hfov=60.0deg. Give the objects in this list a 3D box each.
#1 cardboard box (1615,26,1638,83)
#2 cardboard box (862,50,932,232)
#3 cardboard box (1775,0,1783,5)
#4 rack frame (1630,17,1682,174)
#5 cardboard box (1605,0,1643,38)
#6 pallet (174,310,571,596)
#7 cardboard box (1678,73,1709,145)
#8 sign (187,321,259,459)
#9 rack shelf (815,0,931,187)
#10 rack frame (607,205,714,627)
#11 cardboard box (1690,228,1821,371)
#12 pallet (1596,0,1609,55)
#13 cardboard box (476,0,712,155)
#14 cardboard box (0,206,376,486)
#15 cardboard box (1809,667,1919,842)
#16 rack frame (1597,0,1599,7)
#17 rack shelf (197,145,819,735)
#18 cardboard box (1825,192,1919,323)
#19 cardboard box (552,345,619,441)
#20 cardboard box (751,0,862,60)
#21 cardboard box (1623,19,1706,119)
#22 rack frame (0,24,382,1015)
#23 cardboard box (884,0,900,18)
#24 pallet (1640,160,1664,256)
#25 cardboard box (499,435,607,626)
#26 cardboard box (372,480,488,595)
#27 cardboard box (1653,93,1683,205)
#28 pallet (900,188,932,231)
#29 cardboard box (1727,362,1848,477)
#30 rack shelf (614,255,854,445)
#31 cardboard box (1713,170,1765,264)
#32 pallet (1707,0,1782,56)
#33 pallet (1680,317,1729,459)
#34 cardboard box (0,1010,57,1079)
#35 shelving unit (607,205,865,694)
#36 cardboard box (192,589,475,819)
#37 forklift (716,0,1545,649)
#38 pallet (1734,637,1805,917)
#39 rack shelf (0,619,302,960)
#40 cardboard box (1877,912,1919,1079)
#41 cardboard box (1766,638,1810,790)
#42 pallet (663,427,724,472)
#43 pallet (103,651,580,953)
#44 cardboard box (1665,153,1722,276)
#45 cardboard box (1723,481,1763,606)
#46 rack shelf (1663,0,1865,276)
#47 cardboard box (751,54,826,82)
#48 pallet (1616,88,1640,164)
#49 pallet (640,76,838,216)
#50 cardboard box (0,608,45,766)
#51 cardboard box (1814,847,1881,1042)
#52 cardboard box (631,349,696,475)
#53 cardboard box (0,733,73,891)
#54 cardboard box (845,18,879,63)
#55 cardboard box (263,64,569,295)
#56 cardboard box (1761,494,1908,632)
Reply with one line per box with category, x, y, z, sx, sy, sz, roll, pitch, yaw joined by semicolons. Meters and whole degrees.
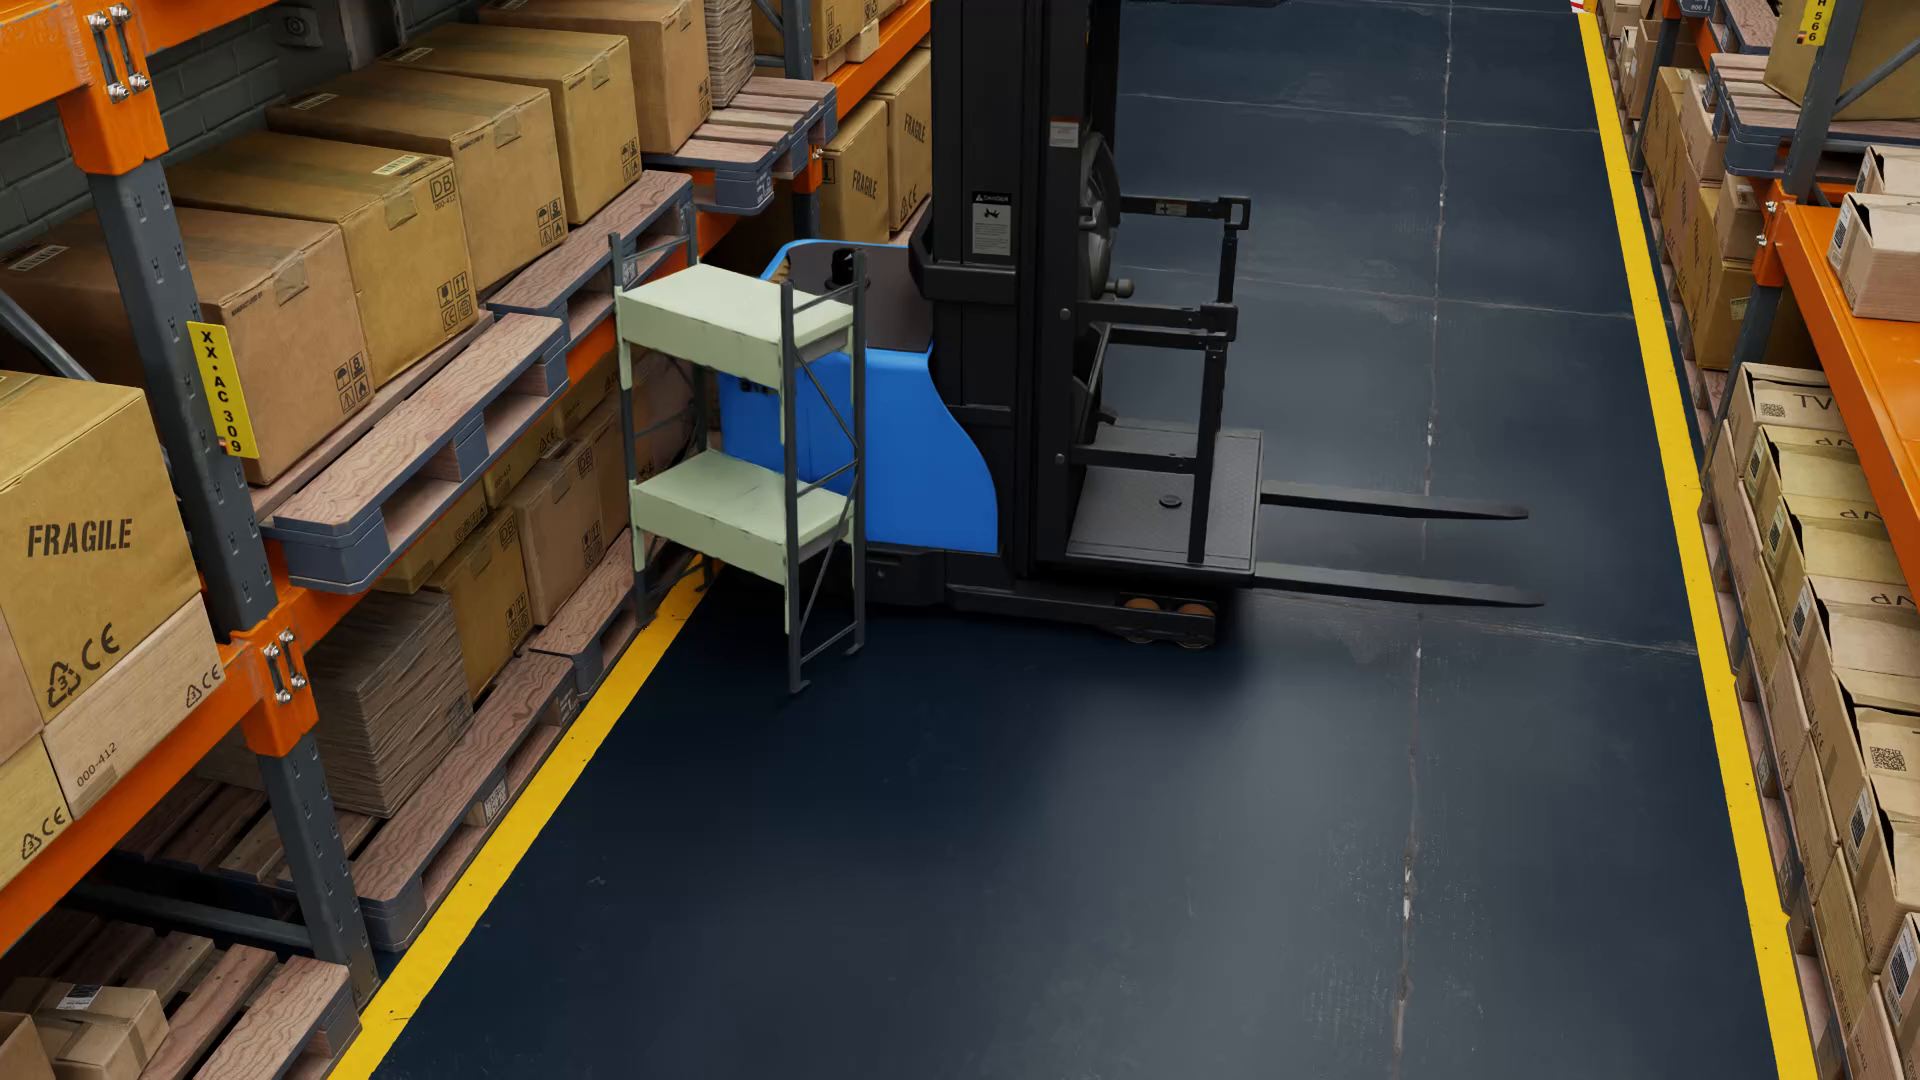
cardboard box;4.732;-3.285;11.218;0.500;0.311;0.500;8;33;12
cardboard box;-0.594;-2.195;9.019;0.750;0.750;0.750;8;33;12
cardboard box;4.283;-2.805;7.882;0.700;0.500;0.500;0;32;0
rack frame;4.671;-3.511;9.477;1.000;3.000;0.127;8;33;12
cardboard box;5.020;-3.849;12.162;0.500;0.250;0.500;8;33;12
pallet;-1.817;-0.328;4.648;1.003;0.211;1.213;8;33;12
cardboard box;4.059;-2.221;8.669;0.500;0.250;0.500;8;33;12
sign;-1.624;-0.327;3.662;0.100;0.325;0.005;8;33;12
rack shelf;-0.629;-2.842;9.095;1.077;0.370;4.000;8;33;12
rack frame;-1.051;-0.415;5.932;0.023;1.500;0.400;20;33;29
cardboard box;3.667;-1.083;7.578;0.500;0.500;0.500;9;34;14
pallet;5.466;-3.956;12.777;1.003;0.211;1.213;8;33;12
cardboard box;-1.361;-1.797;6.277;0.700;0.500;0.500;5;33;8
cardboard box;-1.989;-0.519;4.268;0.700;0.500;0.500;8;33;13
cardboard box;2.722;0.608;4.646;0.500;0.311;0.500;8;33;12
rack frame;5.687;-5.587;12.742;1.000;3.000;0.127;8;33;12
rack shelf;-1.644;-0.766;5.830;1.077;0.370;4.000;8;33;12
cardboard box;3.242;-0.960;5.547;0.500;0.311;0.500;8;33;12
cardboard box;-1.599;-0.619;6.149;0.500;0.250;0.500;8;33;12
cardboard box;-0.765;-2.501;7.499;0.500;0.500;0.500;9;34;14
cardboard box;4.542;-2.976;10.555;0.500;0.500;0.500;8;33;12
rack frame;-2.151;-0.032;4.004;1.000;3.000;0.127;8;33;12
cardboard box;-0.529;-2.821;8.607;0.380;0.149;0.250;9;33;13
pallet;4.502;-1.907;9.553;1.003;0.211;1.213;8;33;12
cardboard box;-1.729;-0.081;6.002;0.700;0.500;0.500;8;33;13
cardboard box;-1.872;-0.092;5.320;0.500;0.250;0.500;7;33;11
cardboard box;4.188;-2.145;9.249;0.500;0.500;0.500;8;33;13
pallet;-0.552;-1.961;9.638;1.003;0.211;1.213;8;33;12
cardboard box;3.239;-0.457;6.321;0.500;0.311;0.500;9;34;14
rack shelf;-0.739;-0.650;5.567;0.720;0.370;0.431;20;33;29
cardboard box;3.677;-1.429;7.424;0.500;0.250;0.500;9;34;14
pallet;4.145;-2.364;7.851;1.003;0.211;1.213;8;33;12
pallet;3.882;-0.641;7.561;1.003;0.211;1.213;8;33;12
cardboard box;-2.376;1.381;3.701;0.500;0.500;0.500;6;33;9
shelving unit;-0.750;-0.308;5.755;0.755;1.500;0.431;20;33;29
cardboard box;-1.980;0.453;5.161;0.700;0.500;0.500;9;34;14
forklift;0.677;-1.146;5.820;3.031;2.935;1.130;6;33;9
pallet;3.098;0.795;5.303;1.003;0.211;1.213;8;33;12
rack shelf;-2.659;1.310;2.565;1.077;0.370;4.000;8;33;12
cardboard box;2.467;1.138;3.813;0.500;0.311;0.500;8;33;12
cardboard box;2.856;0.577;5.217;0.500;0.250;0.500;9;33;13
pallet;-1.336;-0.526;7.380;1.003;0.211;1.213;8;33;12
pallet;-1.955;0.741;5.388;1.003;0.211;1.213;8;33;12
cardboard box;3.925;-1.625;8.430;0.500;0.500;0.500;7;33;11
cardboard box;3.113;0.041;6.061;0.500;0.250;0.500;7;33;11
rack shelf;4.164;-2.169;8.037;1.077;0.370;4.000;8;33;12
cardboard box;-0.829;-2.149;7.551;0.380;0.149;0.250;8;33;12
pallet;4.847;-2.690;10.785;1.003;0.211;1.213;8;33;12
pallet;-1.214;-1.642;6.716;1.213;0.211;1.003;8;33;12
cardboard box;-2.093;0.254;2.977;0.500;0.500;0.500;8;33;12
cardboard box;2.596;1.107;4.385;0.500;0.250;0.500;8;33;12
cardboard box;-1.512;-0.606;6.828;0.700;0.500;0.500;8;33;12
cardboard box;-2.113;0.567;3.183;0.500;0.250;0.500;8;33;13
cardboard box;-0.607;-2.405;7.953;0.380;0.149;0.250;9;34;14
cardboard box;-1.703;-1.154;5.266;0.700;0.500;0.500;13;35;19
cardboard box;2.983;0.081;5.475;0.500;0.311;0.500;7;33;11
